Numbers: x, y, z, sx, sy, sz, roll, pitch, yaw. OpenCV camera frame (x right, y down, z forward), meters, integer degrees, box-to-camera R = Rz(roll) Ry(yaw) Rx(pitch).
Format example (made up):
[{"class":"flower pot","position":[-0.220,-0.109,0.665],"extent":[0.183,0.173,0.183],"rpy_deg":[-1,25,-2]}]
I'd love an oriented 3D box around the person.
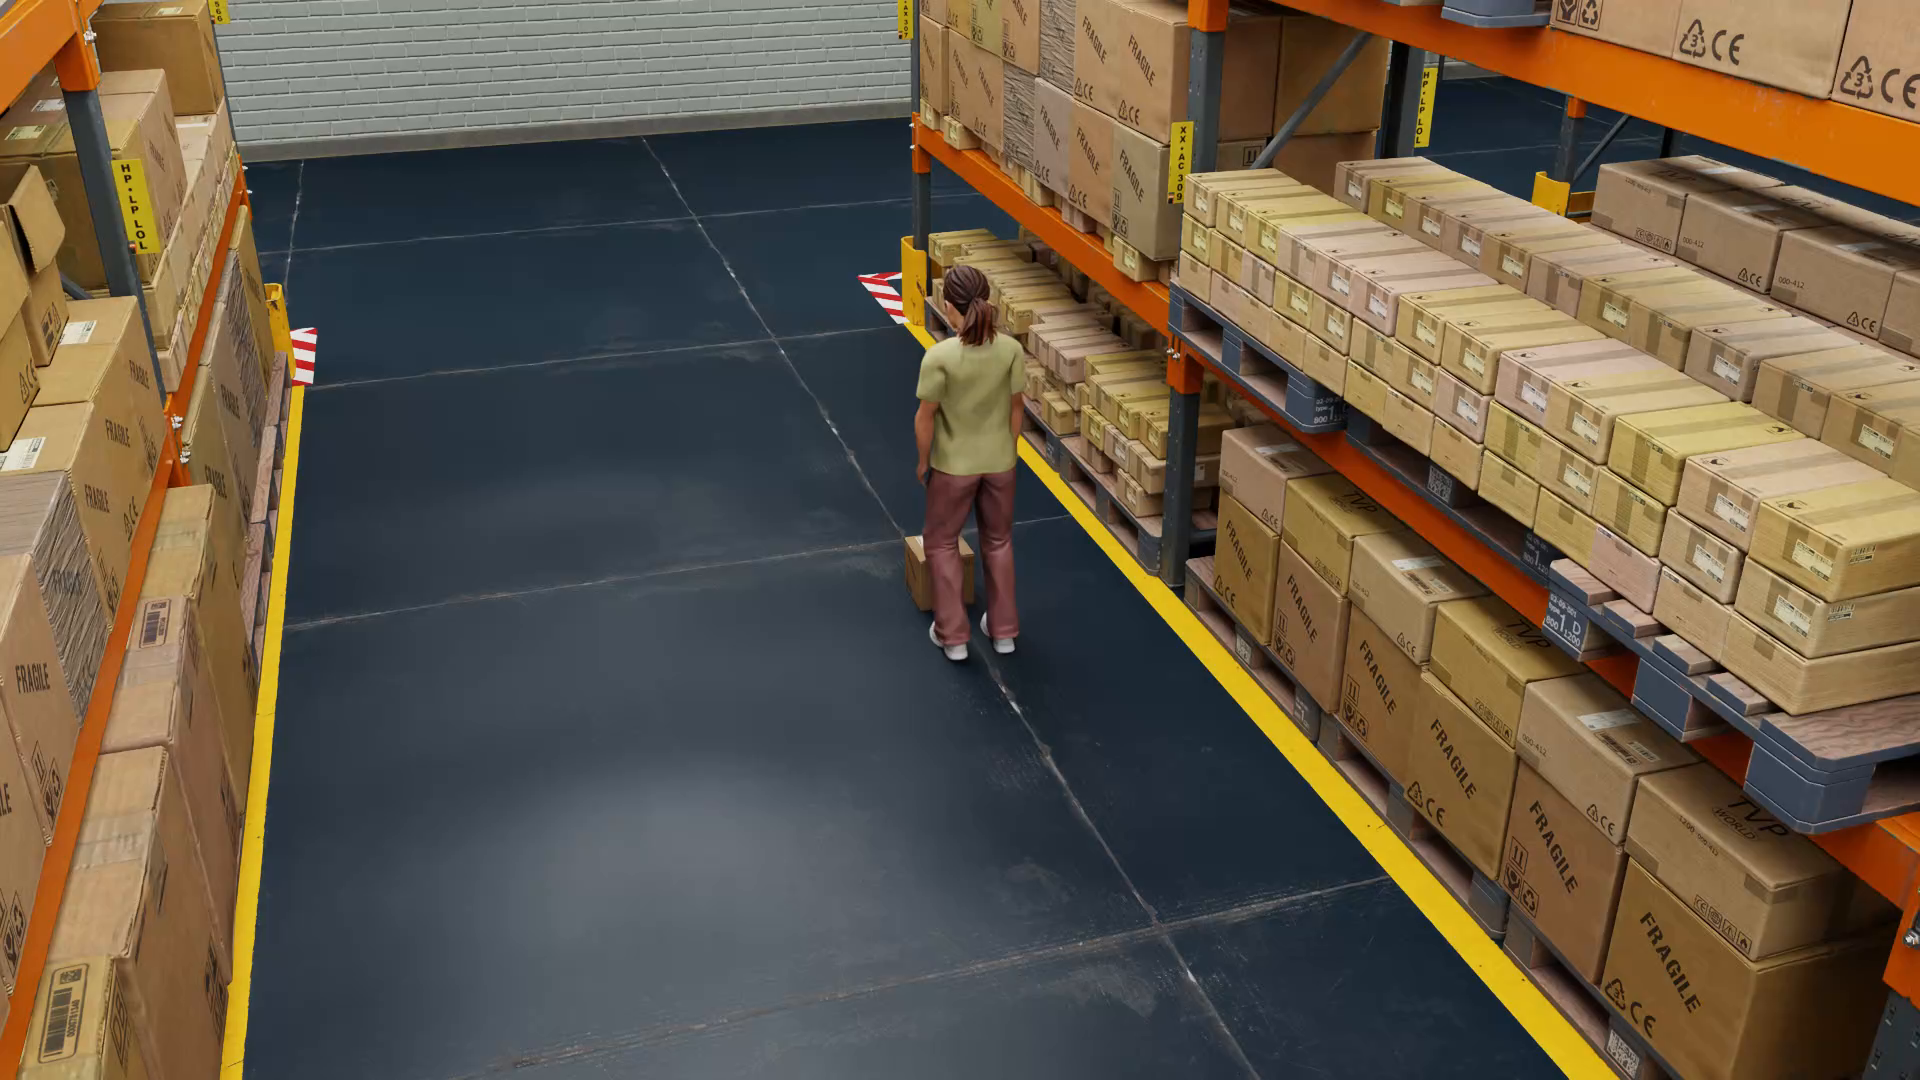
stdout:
[{"class":"person","position":[0.036,-0.291,6.725],"extent":[0.455,1.661,0.356],"rpy_deg":[-8,27,-15]}]
